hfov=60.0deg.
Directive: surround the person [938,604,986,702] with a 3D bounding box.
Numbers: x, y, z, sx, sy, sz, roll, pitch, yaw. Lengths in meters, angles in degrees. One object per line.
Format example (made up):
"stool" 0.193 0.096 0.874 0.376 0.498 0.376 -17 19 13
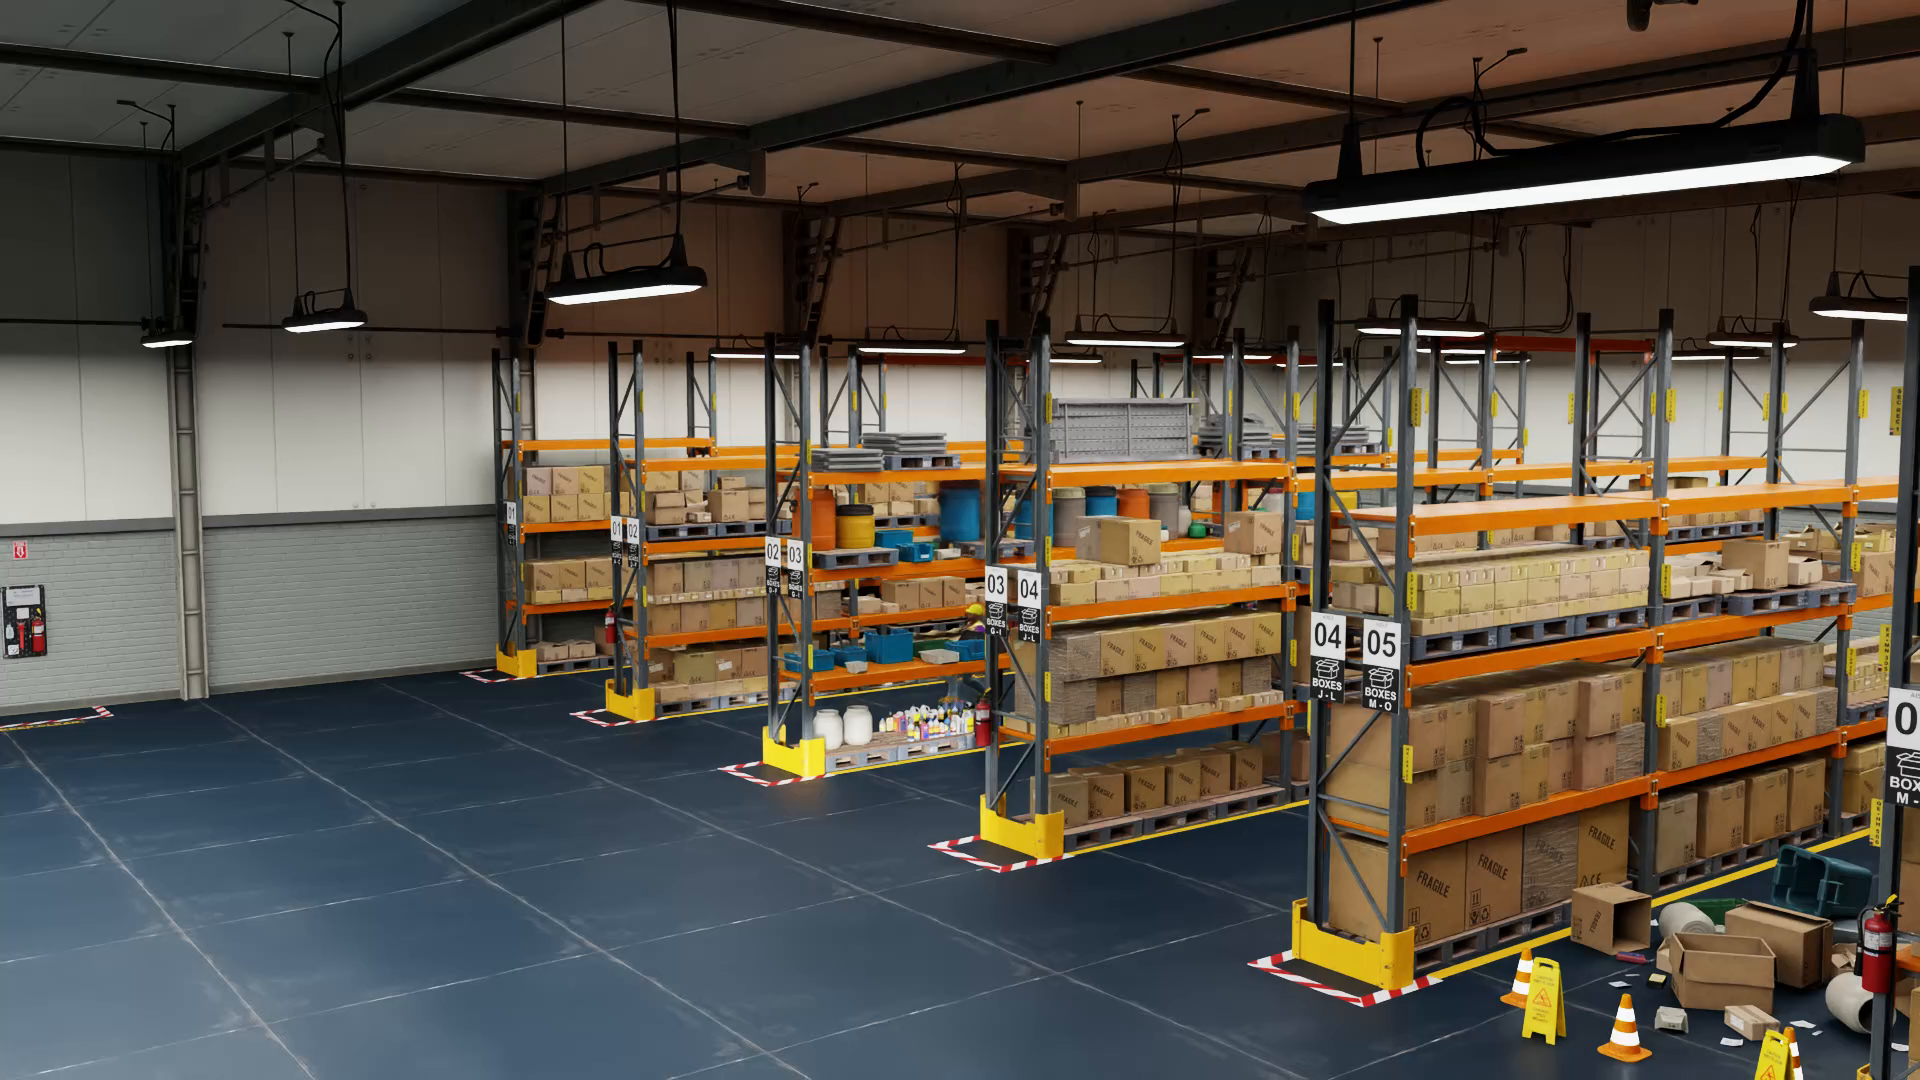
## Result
"person" 0.102 1.788 26.540 0.937 1.549 0.626 -1 5 -10
